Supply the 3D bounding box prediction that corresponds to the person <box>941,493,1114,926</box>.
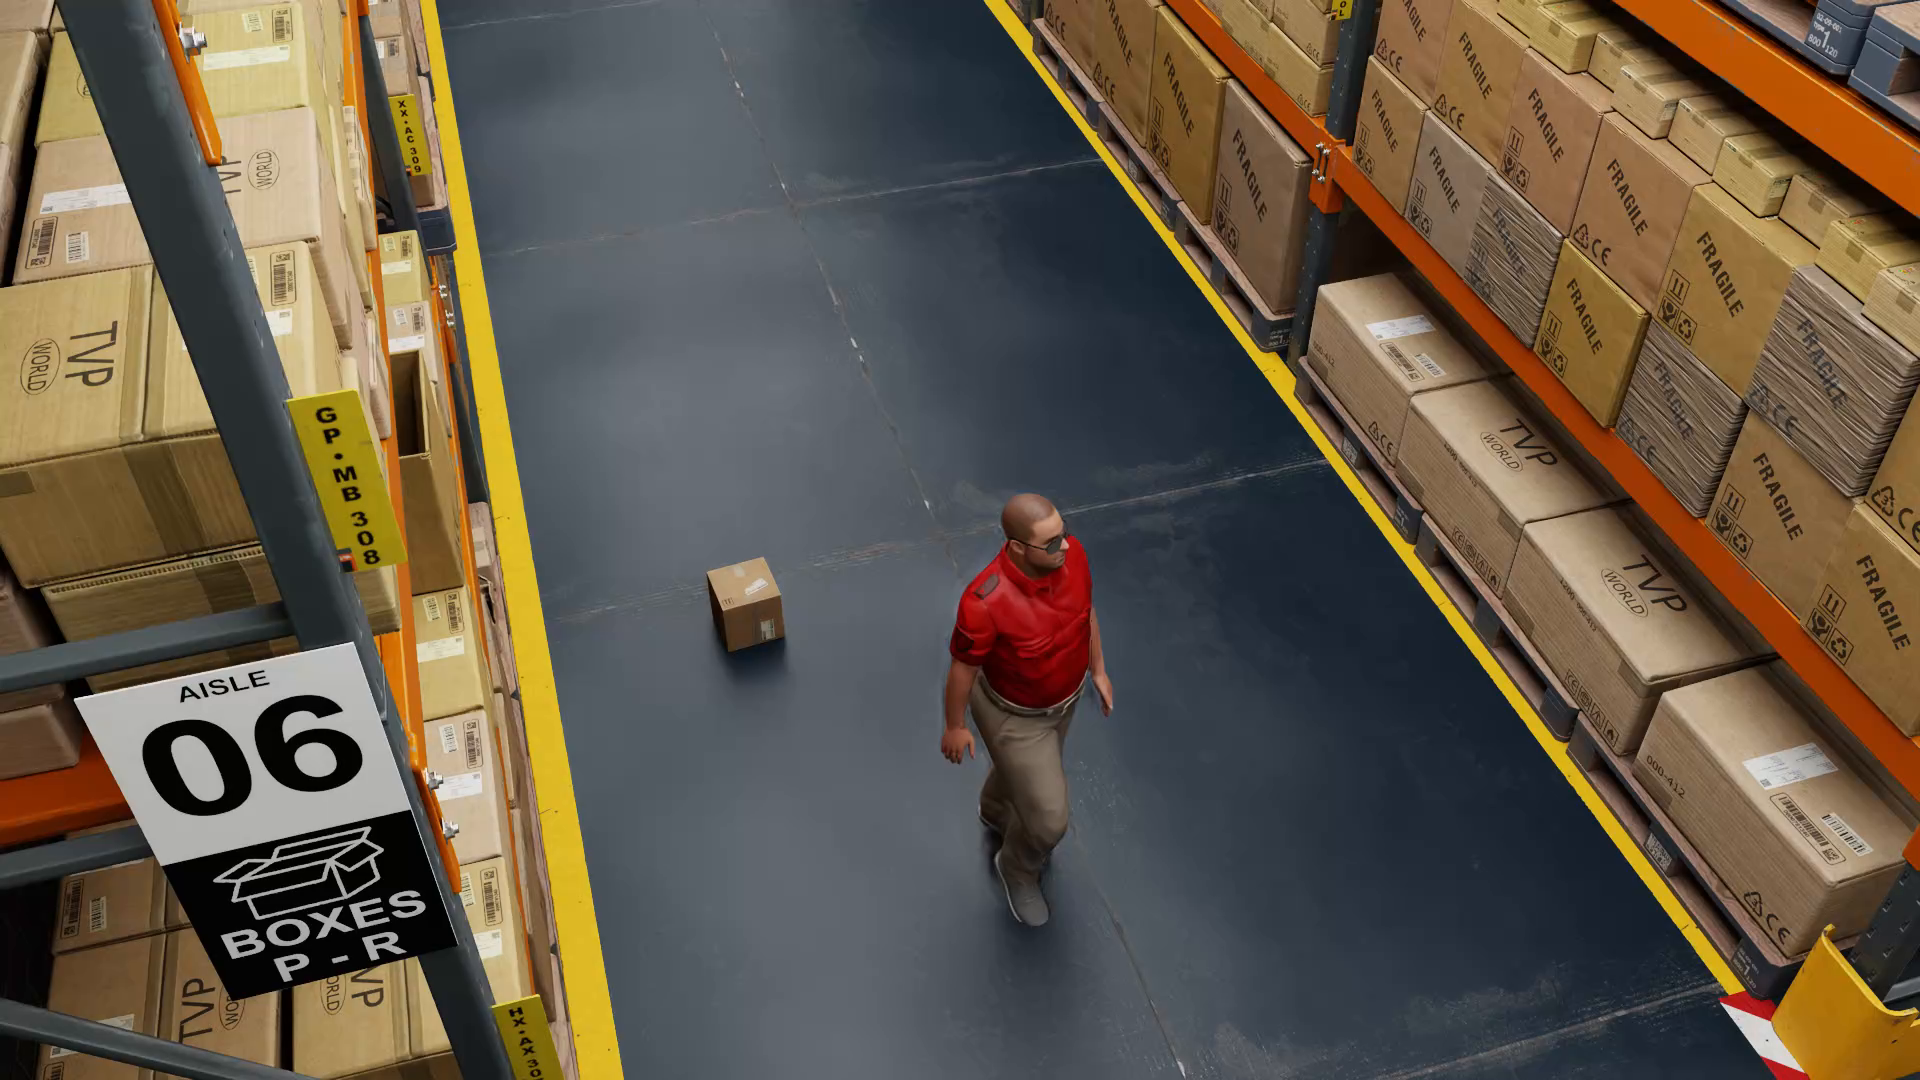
[{"bbox_3d":[0.240,0.568,5.565,0.530,1.800,0.583,28,49,28],"label":"person"}]
